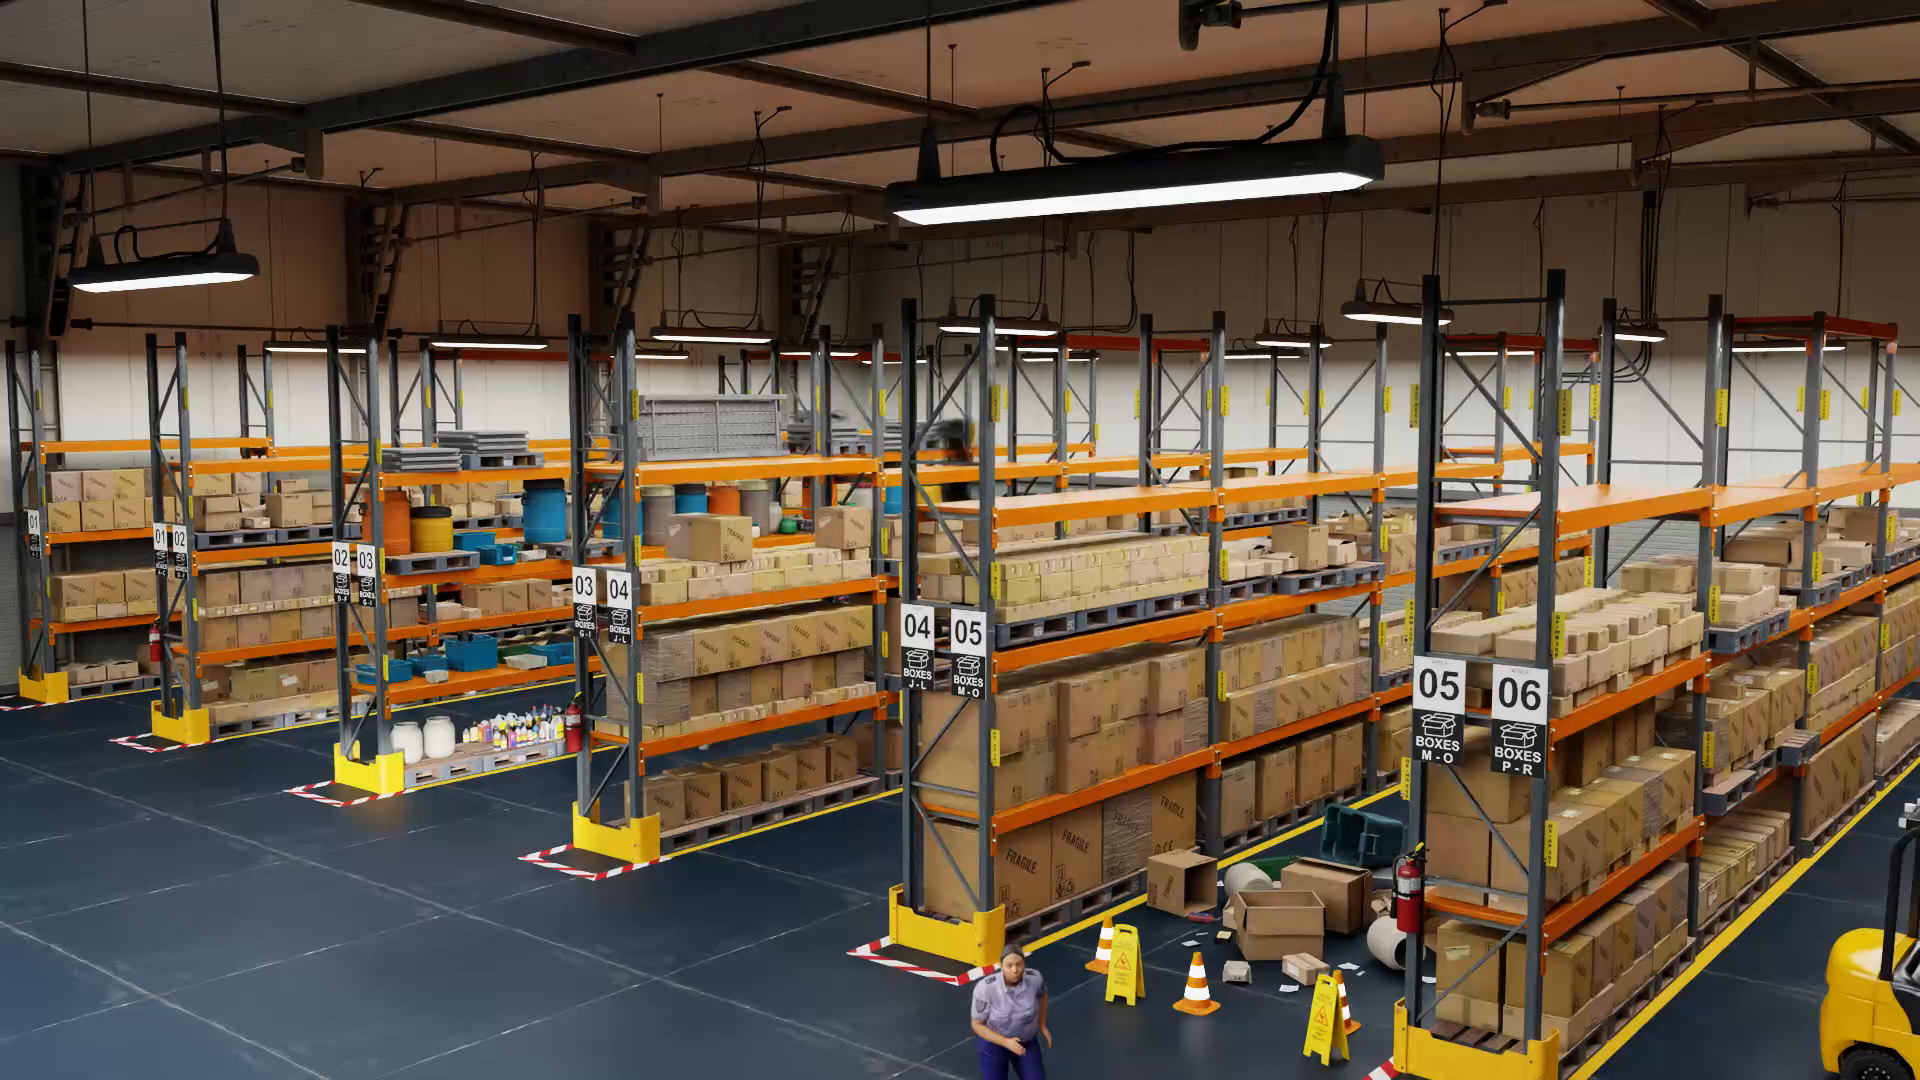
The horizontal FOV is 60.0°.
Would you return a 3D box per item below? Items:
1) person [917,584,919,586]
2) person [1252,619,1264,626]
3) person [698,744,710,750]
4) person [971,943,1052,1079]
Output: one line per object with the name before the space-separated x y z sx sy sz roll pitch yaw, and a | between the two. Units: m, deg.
person | -0.692 1.396 32.807 0.898 1.698 0.574 -5 7 -44
person | 4.773 2.027 26.127 0.537 1.606 0.733 4 7 41
person | -3.706 2.151 24.100 0.662 1.726 0.700 1 5 12
person | 0.348 3.403 11.093 0.603 1.537 0.774 -1 5 -14
